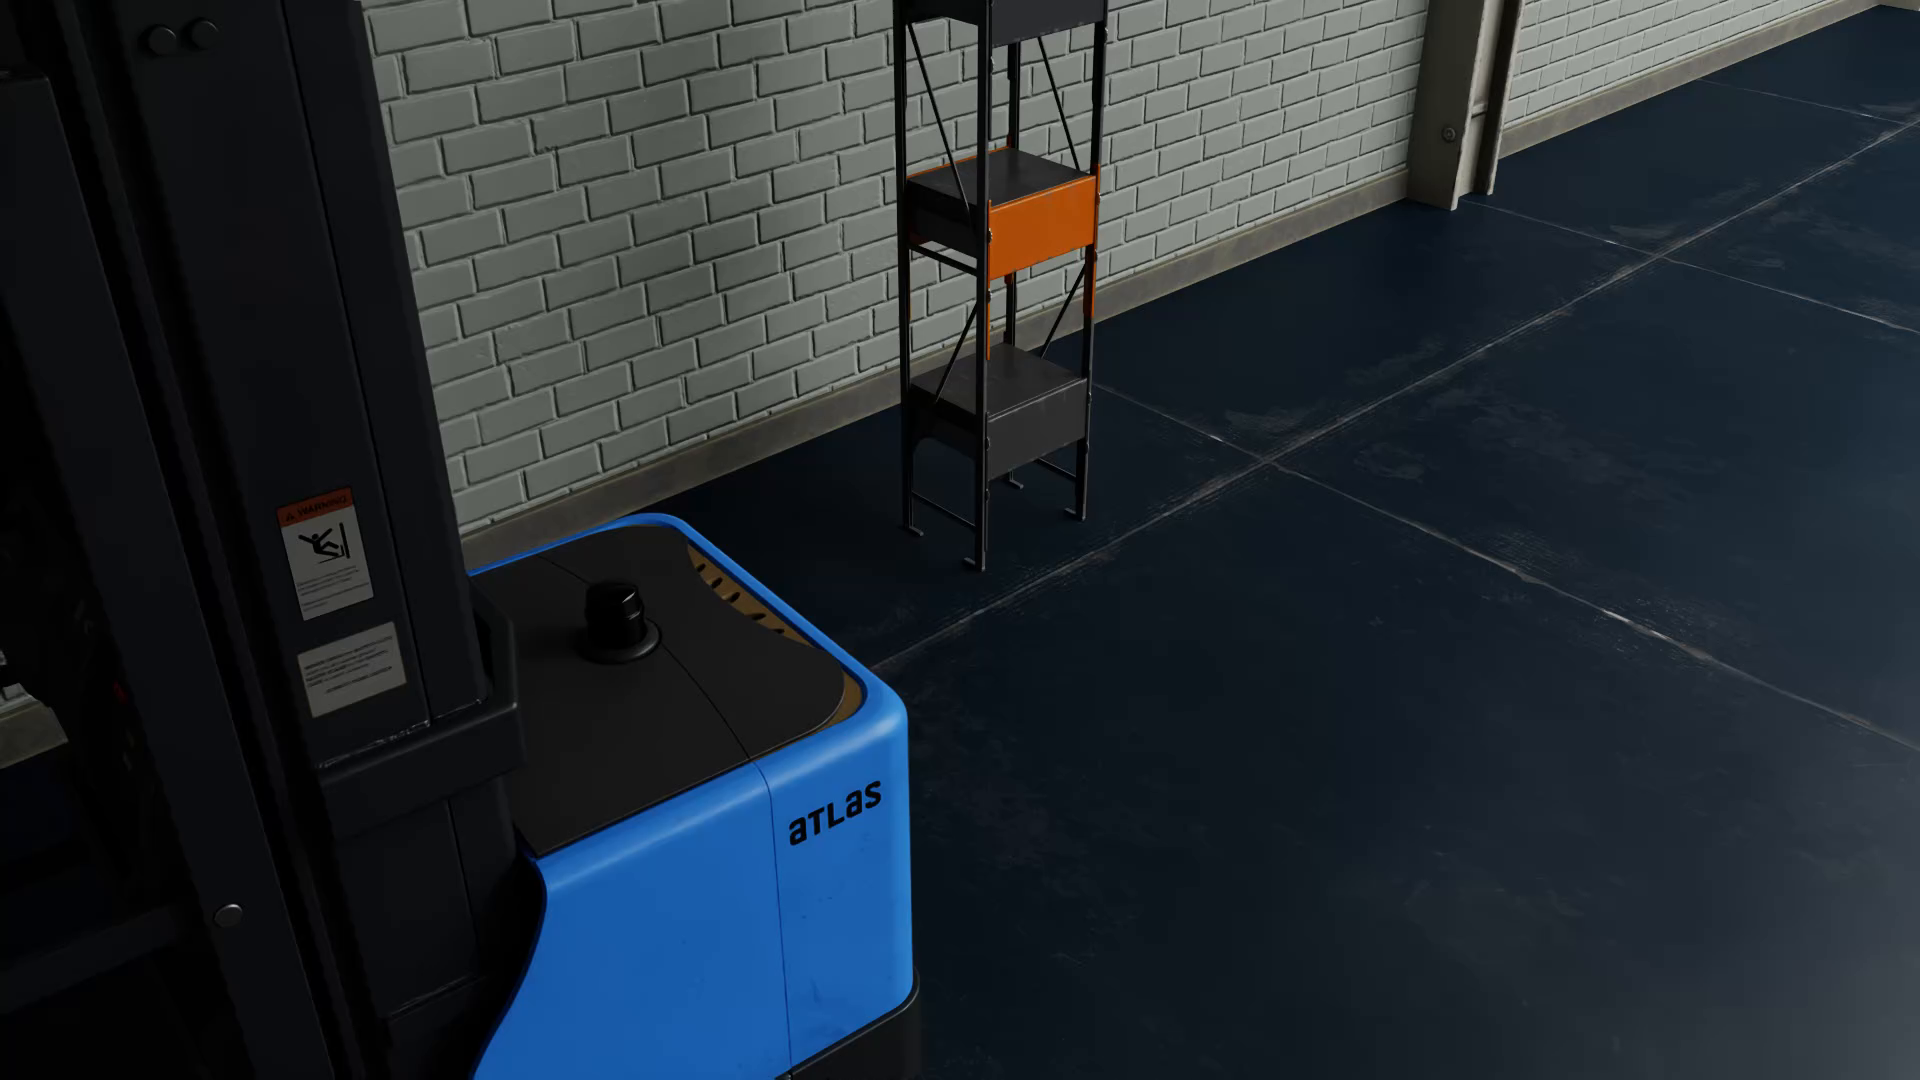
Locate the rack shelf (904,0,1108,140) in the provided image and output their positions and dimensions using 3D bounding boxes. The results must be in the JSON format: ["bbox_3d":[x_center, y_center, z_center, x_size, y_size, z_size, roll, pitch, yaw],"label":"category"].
[{"bbox_3d":[0.121,-1.540,4.940,0.480,0.518,0.431,-26,40,-35],"label":"rack shelf"}]

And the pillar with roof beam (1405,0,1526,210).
[{"bbox_3d":[5.478,-4.005,3.674,0.400,9.000,9.100,-26,40,-35],"label":"pillar with roof beam"}]

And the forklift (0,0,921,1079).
[{"bbox_3d":[-1.562,0.248,2.534,3.031,2.935,1.130,-22,38,-32],"label":"forklift"}]

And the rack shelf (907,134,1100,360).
[{"bbox_3d":[0.121,-0.943,5.305,0.480,0.518,0.431,-26,40,-35],"label":"rack shelf"}]

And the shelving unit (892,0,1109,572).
[{"bbox_3d":[0.121,-0.955,5.298,0.503,2.100,0.431,-26,40,-35],"label":"shelving unit"}]

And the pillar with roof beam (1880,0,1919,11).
[{"bbox_3d":[9.877,-6.133,7.154,0.400,9.000,9.100,-26,40,-35],"label":"pillar with roof beam"}]

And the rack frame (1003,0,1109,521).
[{"bbox_3d":[0.300,-1.041,5.440,0.015,2.100,0.400,-26,40,-35],"label":"rack frame"}]

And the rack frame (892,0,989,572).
[{"bbox_3d":[-0.058,-0.868,5.157,0.015,2.100,0.400,-26,40,-35],"label":"rack frame"}]

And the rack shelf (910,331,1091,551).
[{"bbox_3d":[0.121,-0.346,5.671,0.480,0.518,0.431,-26,40,-35],"label":"rack shelf"}]
